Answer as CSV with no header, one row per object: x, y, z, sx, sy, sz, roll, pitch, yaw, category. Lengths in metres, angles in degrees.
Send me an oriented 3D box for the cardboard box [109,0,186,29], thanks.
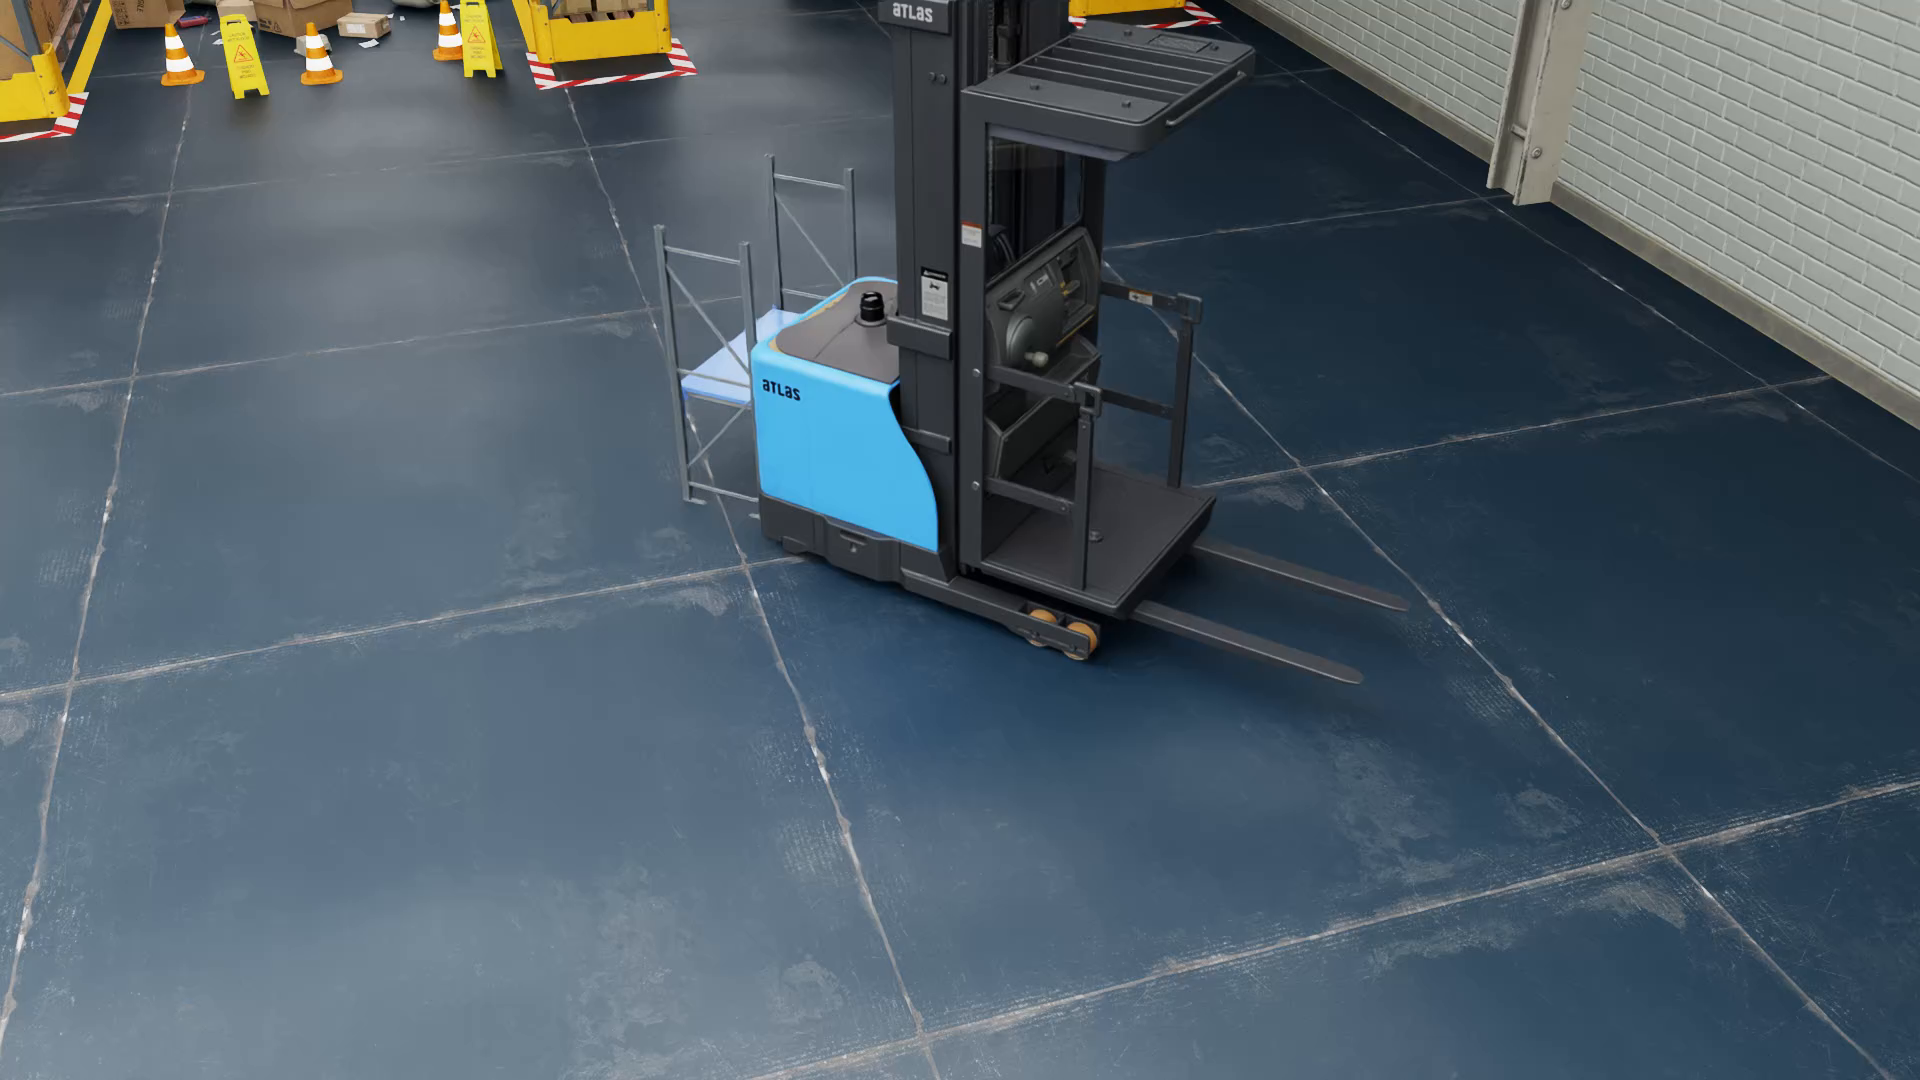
-7.600,-5.093,15.501,0.500,0.500,0.500,-4,34,-6,cardboard box

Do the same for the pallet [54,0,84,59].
-8.517,-4.559,14.959,1.003,0.211,1.213,-10,35,-15,pallet

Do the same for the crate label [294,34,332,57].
-5.759,-4.414,14.806,0.298,0.136,0.250,27,42,34,crate label

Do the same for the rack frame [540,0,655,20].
-3.147,-5.562,13.947,1.000,3.000,0.127,-10,35,-15,rack frame

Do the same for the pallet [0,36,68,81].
-8.149,-3.920,13.991,1.003,0.211,1.213,-10,35,-15,pallet

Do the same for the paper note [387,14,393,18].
-5.447,-4.952,15.726,0.148,0.019,0.142,1,33,2,paper note

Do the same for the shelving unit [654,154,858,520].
-0.979,-1.035,8.456,0.538,1.500,1.048,14,36,20,shelving unit

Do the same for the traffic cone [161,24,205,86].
-6.640,-4.136,14.090,0.336,0.463,0.334,-10,35,-15,traffic cone

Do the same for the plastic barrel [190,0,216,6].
-7.244,-5.364,15.984,0.512,0.421,0.421,13,36,18,plastic barrel

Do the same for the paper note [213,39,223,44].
-6.679,-4.524,15.071,0.144,0.017,0.142,1,33,2,paper note

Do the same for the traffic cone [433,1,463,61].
-4.507,-4.513,14.660,0.336,0.463,0.334,-10,35,-15,traffic cone

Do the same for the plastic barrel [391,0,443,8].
-5.219,-5.317,15.913,0.512,0.421,0.421,13,36,18,plastic barrel

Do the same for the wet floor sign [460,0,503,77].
-4.108,-4.300,14.173,0.267,0.644,0.232,1,33,2,wet floor sign

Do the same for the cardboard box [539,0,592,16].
-3.657,-4.982,15.182,0.500,0.250,0.500,-10,35,-15,cardboard box

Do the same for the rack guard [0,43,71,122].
-7.823,-3.621,13.277,1.175,0.500,0.348,-10,35,-15,rack guard

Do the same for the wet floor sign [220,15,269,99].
-5.936,-4.012,13.737,0.267,0.644,0.232,-16,37,-23,wet floor sign

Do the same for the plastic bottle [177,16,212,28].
-7.146,-4.845,15.527,0.283,0.061,0.133,-23,40,-31,plastic bottle

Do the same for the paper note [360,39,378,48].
-5.331,-4.485,15.010,0.148,0.019,0.142,-23,40,-31,paper note

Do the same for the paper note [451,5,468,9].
-4.811,-5.136,15.995,0.142,0.019,0.148,-23,40,-31,paper note

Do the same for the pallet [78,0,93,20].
-8.893,-5.201,15.930,1.003,0.211,1.213,-10,35,-15,pallet

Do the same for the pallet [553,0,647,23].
-3.384,-4.871,15.430,1.003,0.211,1.213,-10,35,-15,pallet

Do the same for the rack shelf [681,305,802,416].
-0.979,-0.885,8.555,0.538,0.185,1.000,14,36,20,rack shelf

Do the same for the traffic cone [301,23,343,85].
-5.460,-4.148,14.107,0.336,0.463,0.334,-10,35,-15,traffic cone

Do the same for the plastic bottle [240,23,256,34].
-6.617,-4.727,15.348,0.133,0.061,0.283,-23,40,-31,plastic bottle

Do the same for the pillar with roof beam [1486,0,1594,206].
-0.045,-5.545,8.479,9.100,9.000,0.400,-10,35,-15,pillar with roof beam

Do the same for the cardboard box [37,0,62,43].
-8.371,-4.772,14.297,0.875,0.875,0.875,-11,35,-15,cardboard box

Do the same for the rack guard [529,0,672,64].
-3.170,-4.559,14.696,1.175,0.500,0.348,-10,35,-15,rack guard

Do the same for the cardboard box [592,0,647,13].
-3.130,-5.060,15.300,0.500,0.250,0.500,-10,35,-15,cardboard box

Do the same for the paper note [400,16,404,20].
-5.266,-4.925,15.694,0.032,0.001,0.123,-10,35,-15,paper note

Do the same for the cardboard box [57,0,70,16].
-8.647,-5.251,15.022,0.875,0.875,0.875,-10,35,-14,cardboard box

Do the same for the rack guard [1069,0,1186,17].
1.586,-5.344,15.883,1.175,0.500,0.348,-10,35,-15,rack guard

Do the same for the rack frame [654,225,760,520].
-1.191,-0.780,8.071,0.500,1.500,0.032,14,36,20,rack frame

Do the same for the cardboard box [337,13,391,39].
-5.470,-4.721,15.260,0.380,0.149,0.250,7,34,10,cardboard box

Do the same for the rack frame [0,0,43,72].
-7.830,-4.677,12.607,1.000,3.000,0.127,-10,35,-15,rack frame

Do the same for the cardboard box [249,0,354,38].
-6.094,-5.017,15.386,0.637,0.503,0.797,19,38,26,cardboard box

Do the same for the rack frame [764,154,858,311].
-0.767,-1.290,8.842,0.500,1.500,0.032,14,36,20,rack frame

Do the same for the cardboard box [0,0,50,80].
-8.100,-4.311,13.599,0.875,0.875,0.875,-10,35,-14,cardboard box

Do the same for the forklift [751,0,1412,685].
0.545,-1.022,7.138,3.031,2.935,1.130,18,38,25,forklift

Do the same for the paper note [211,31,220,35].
-6.849,-4.669,15.306,0.032,0.001,0.123,7,34,10,paper note

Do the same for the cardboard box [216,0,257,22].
-6.772,-5.044,15.642,0.396,0.266,0.258,-4,34,-6,cardboard box
